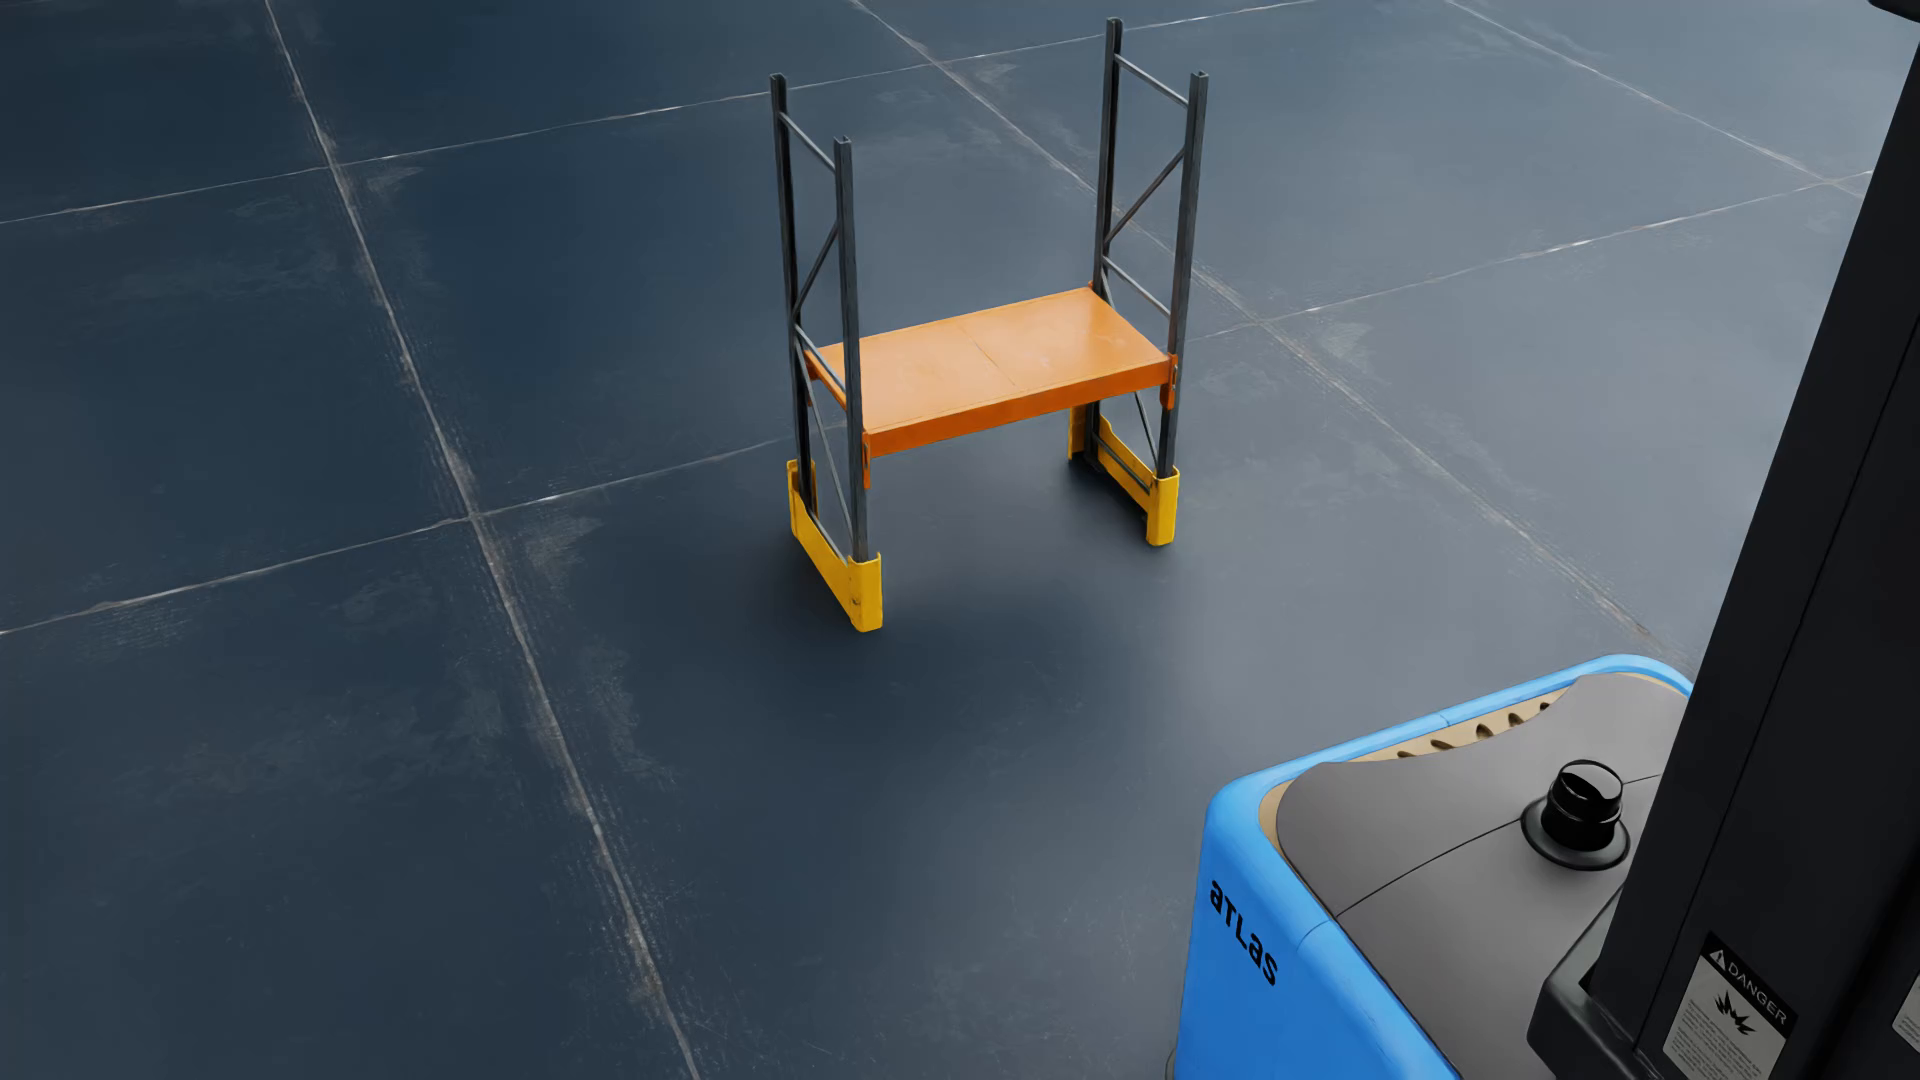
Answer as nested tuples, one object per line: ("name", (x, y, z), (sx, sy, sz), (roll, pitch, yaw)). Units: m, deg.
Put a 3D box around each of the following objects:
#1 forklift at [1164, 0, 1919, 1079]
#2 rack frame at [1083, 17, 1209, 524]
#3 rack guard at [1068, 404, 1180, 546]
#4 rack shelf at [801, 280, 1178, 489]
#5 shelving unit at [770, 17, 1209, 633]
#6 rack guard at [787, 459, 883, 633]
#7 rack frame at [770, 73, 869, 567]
("forklift", (1.465, 0.802, 1.709), (1.130, 2.935, 3.031), (-15, 39, -19))
("rack frame", (0.537, -0.753, 5.006), (0.032, 1.500, 0.500), (-16, 39, -20))
("rack guard", (0.520, -0.246, 5.371), (0.087, 0.250, 0.587), (-16, 39, -20))
("rack shelf", (0.077, -0.480, 4.939), (1.000, 0.185, 0.538), (-16, 39, -20))
("shelving unit", (0.069, -0.622, 4.829), (1.083, 1.500, 0.587), (-16, 39, -20))
("rack guard", (-0.382, 0.006, 5.032), (0.087, 0.250, 0.587), (-16, 39, -20))
("rack frame", (-0.383, -0.495, 4.659), (0.032, 1.500, 0.500), (-16, 39, -20))
